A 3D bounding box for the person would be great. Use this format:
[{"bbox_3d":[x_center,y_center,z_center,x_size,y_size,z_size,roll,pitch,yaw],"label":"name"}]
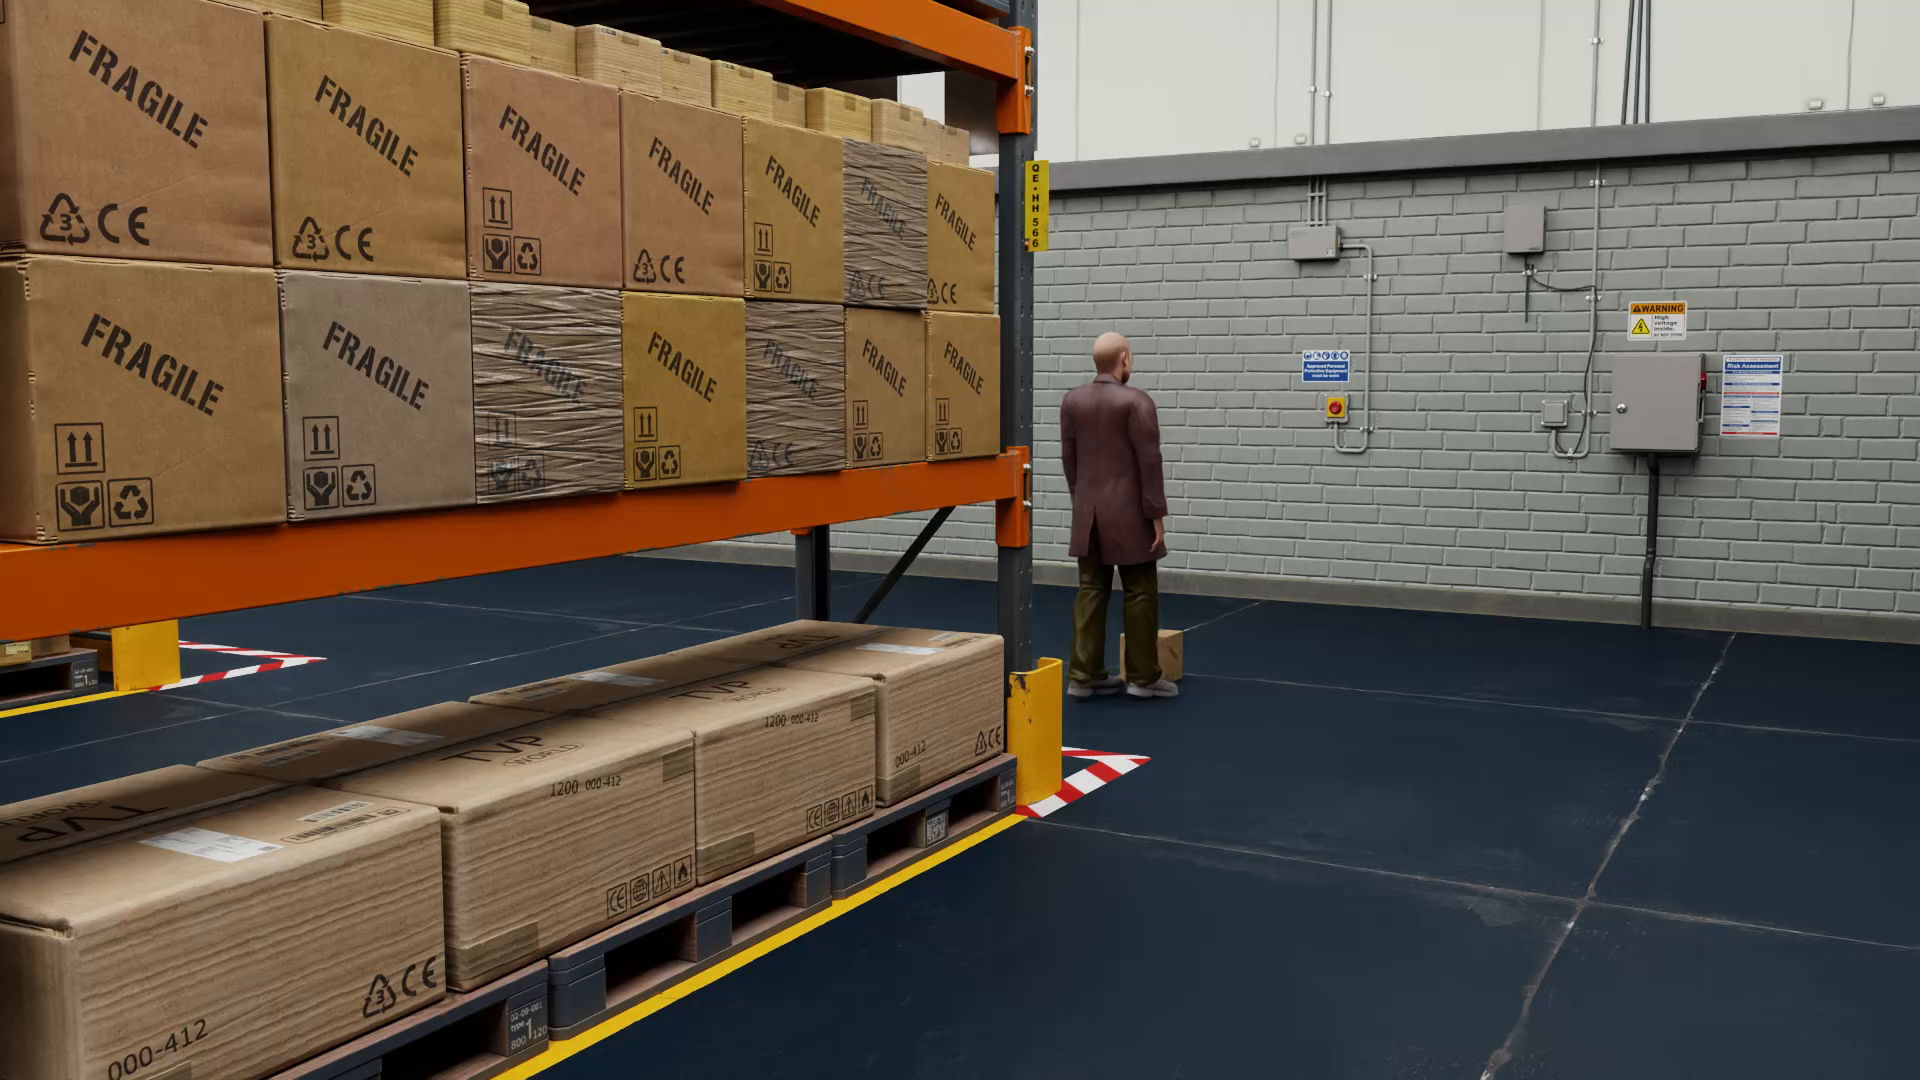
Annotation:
[{"bbox_3d":[0.788,-0.111,8.139,0.598,1.801,0.593,5,7,39],"label":"person"}]
